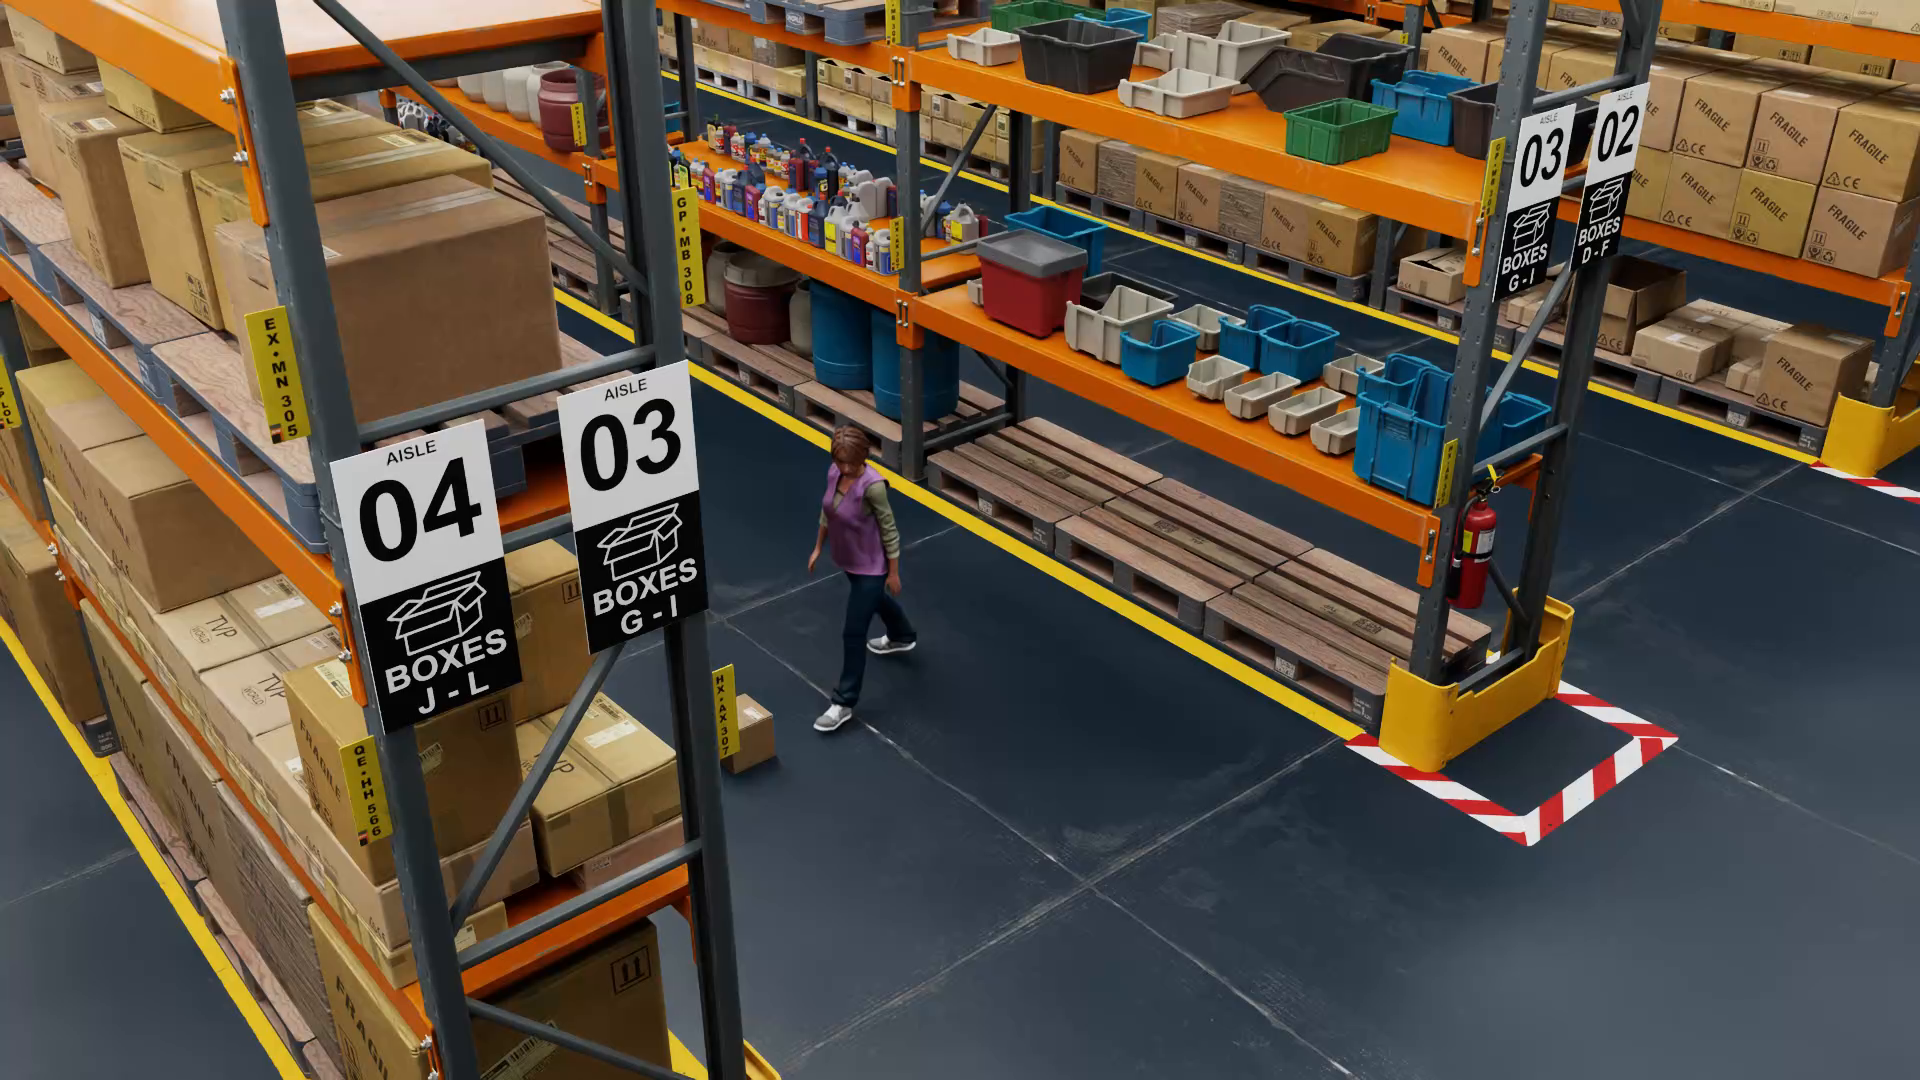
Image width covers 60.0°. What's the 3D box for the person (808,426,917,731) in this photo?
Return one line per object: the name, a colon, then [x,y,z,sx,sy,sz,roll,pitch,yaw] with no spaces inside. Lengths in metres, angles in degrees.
person: [-0.527,0.100,8.456,0.847,1.546,0.553,-19,34,-31]
